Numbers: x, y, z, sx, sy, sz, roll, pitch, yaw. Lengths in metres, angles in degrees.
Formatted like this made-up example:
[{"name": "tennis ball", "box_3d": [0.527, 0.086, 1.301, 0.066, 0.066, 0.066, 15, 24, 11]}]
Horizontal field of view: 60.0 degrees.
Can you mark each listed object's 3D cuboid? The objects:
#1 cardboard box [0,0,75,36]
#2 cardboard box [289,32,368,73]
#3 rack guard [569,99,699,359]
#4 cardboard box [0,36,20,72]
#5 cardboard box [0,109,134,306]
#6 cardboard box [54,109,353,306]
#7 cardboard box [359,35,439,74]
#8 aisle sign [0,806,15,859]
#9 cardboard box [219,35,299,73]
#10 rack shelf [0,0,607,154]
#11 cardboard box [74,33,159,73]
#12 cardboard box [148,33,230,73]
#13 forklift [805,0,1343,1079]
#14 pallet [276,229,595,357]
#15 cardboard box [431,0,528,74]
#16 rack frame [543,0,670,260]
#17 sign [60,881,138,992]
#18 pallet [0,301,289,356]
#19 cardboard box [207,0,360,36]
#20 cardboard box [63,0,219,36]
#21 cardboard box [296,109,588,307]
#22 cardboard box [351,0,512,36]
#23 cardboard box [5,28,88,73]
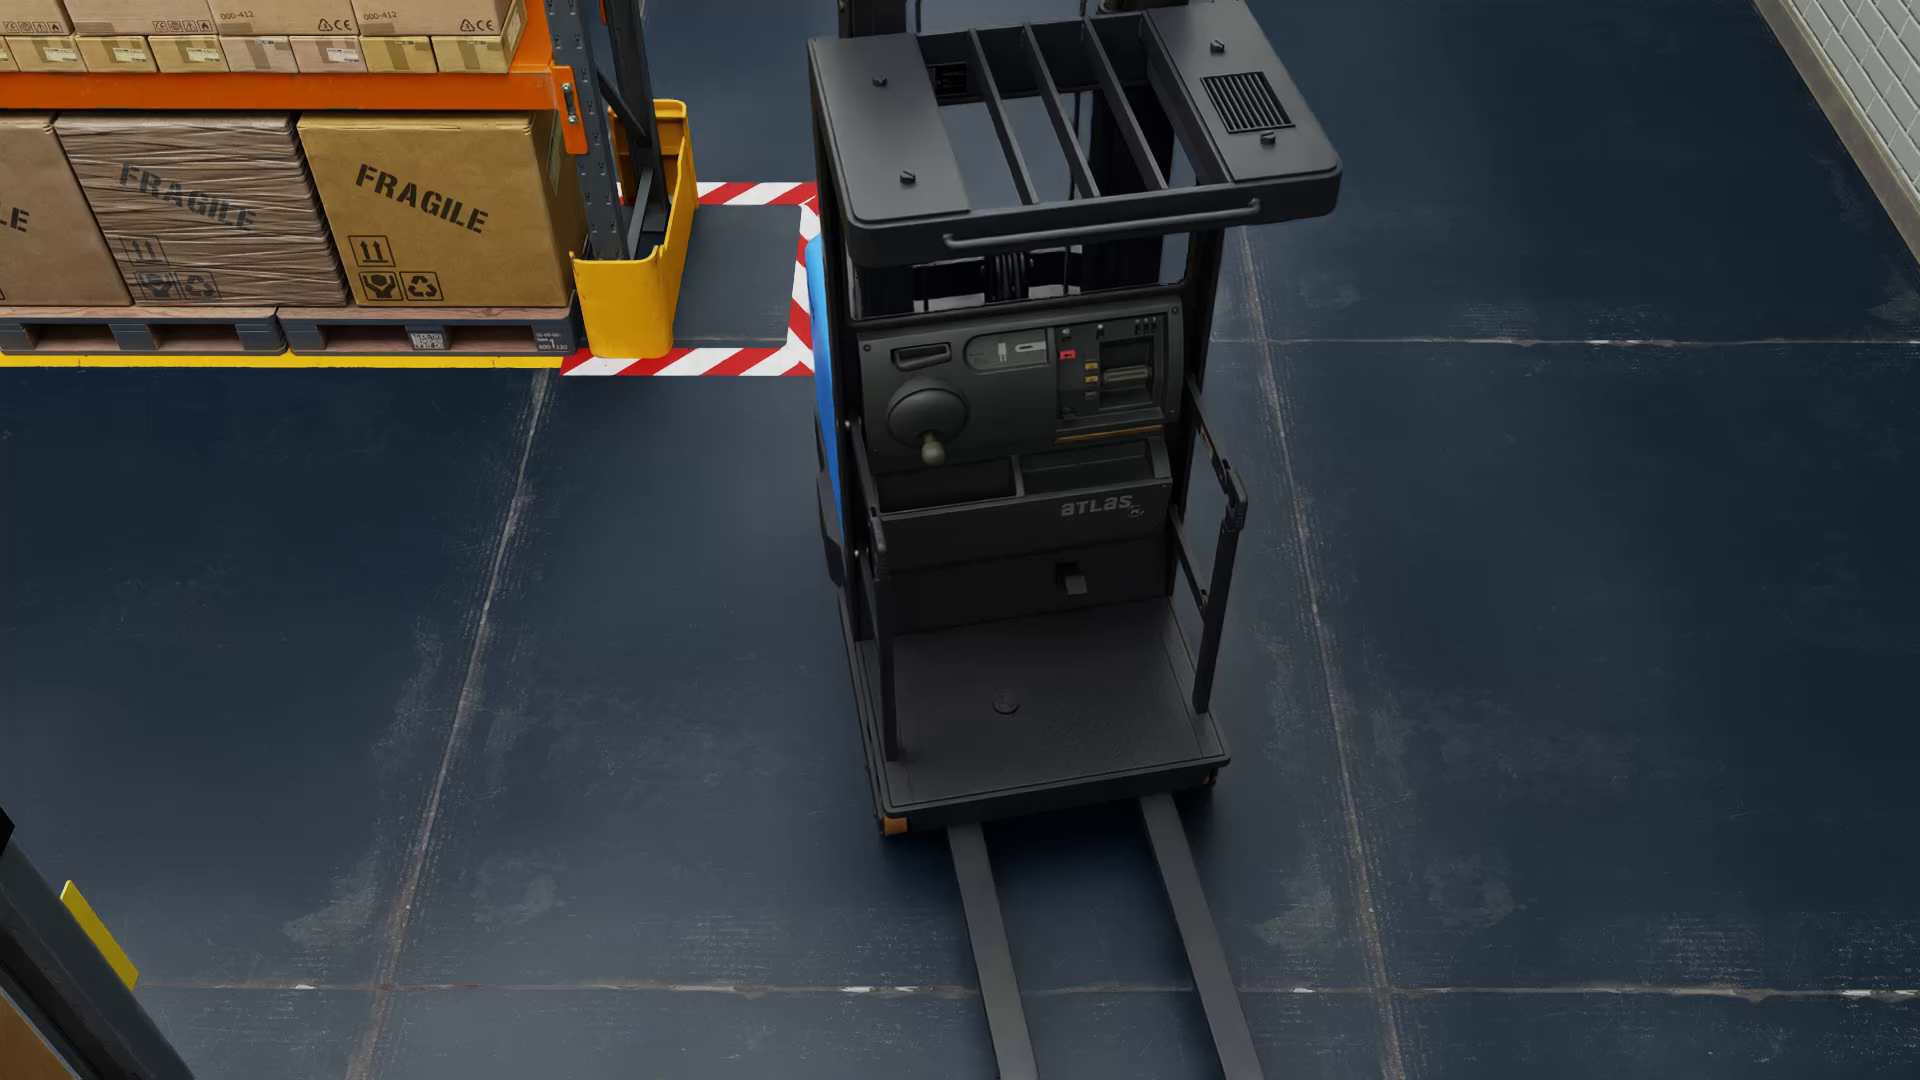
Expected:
[{"name": "cardboard box", "box_3d": [-3.430, -2.068, 6.025, 0.500, 0.250, 0.500, 0, 47, 0]}, {"name": "cardboard box", "box_3d": [-2.277, -1.885, 6.127, 0.250, 0.149, 0.380, 0, 47, 0]}, {"name": "rack guard", "box_3d": [-1.384, -1.358, 7.172, 0.348, 0.500, 1.175, 0, 47, 0]}, {"name": "cardboard box", "box_3d": [-3.554, -1.888, 6.129, 0.250, 0.149, 0.380, -1, 47, -1]}, {"name": "cardboard box", "box_3d": [-3.848, -1.577, 6.833, 0.875, 0.875, 0.875, 0, 47, 0]}, {"name": "cardboard box", "box_3d": [-2.958, -1.574, 6.831, 0.875, 0.875, 0.875, 0, 47, 0]}, {"name": "cardboard box", "box_3d": [-2.025, -1.883, 6.125, 0.250, 0.149, 0.380, 1, 47, 1]}, {"name": "aisle sign", "box_3d": [-1.453, 0.316, 2.131, 0.004, 0.787, 0.394, 0, 47, 0]}, {"name": "cardboard box", "box_3d": [-2.527, -1.886, 6.128, 0.250, 0.149, 0.380, 1, 47, 1]}, {"name": "rack shelf", "box_3d": [-3.408, -1.970, 6.526, 4.000, 0.370, 1.077, 0, 47, 0]}, {"name": "cardboard box", "box_3d": [-3.046, -1.886, 6.128, 0.250, 0.149, 0.380, 0, 47, 0]}, {"name": "cardboard box", "box_3d": [-2.786, -1.886, 6.128, 0.250, 0.149, 0.380, -1, 47, -1]}, {"name": "forklift", "box_3d": [0.222, -0.349, 4.572, 1.130, 2.935, 3.031, -8, 48, -7]}, {"name": "pallet", "box_3d": [-2.207, -1.204, 7.227, 1.213, 0.211, 1.003, 0, 47, 0]}, {"name": "cardboard box", "box_3d": [-1.765, -1.884, 6.126, 0.250, 0.149, 0.380, 1, 47, 1]}, {"name": "rack frame", "box_3d": [-1.408, -2.210, 6.257, 0.127, 3.000, 1.000, 0, 47, 0]}, {"name": "sign", "box_3d": [-1.525, 0.729, 2.931, 0.005, 0.325, 0.100, 0, 47, 0]}, {"name": "pallet", "box_3d": [-3.424, -1.210, 7.232, 1.213, 0.211, 1.003, 0, 47, 0]}, {"name": "cardboard box", "box_3d": [-2.400, -2.069, 6.026, 0.500, 0.250, 0.500, -1, 47, -1]}, {"name": "cardboard box", "box_3d": [-2.909, -2.070, 6.027, 0.500, 0.250, 0.500, -1, 47, -1]}, {"name": "cardboard box", "box_3d": [-2.048, -1.572, 6.829, 0.875, 0.875, 0.875, 0, 47, 0]}, {"name": "cardboard box", "box_3d": [-1.893, -2.067, 6.024, 0.500, 0.250, 0.500, -1, 47, 0]}, {"name": "cardboard box", "box_3d": [-3.294, -1.888, 6.130, 0.250, 0.149, 0.380, 1, 47, 1]}]
